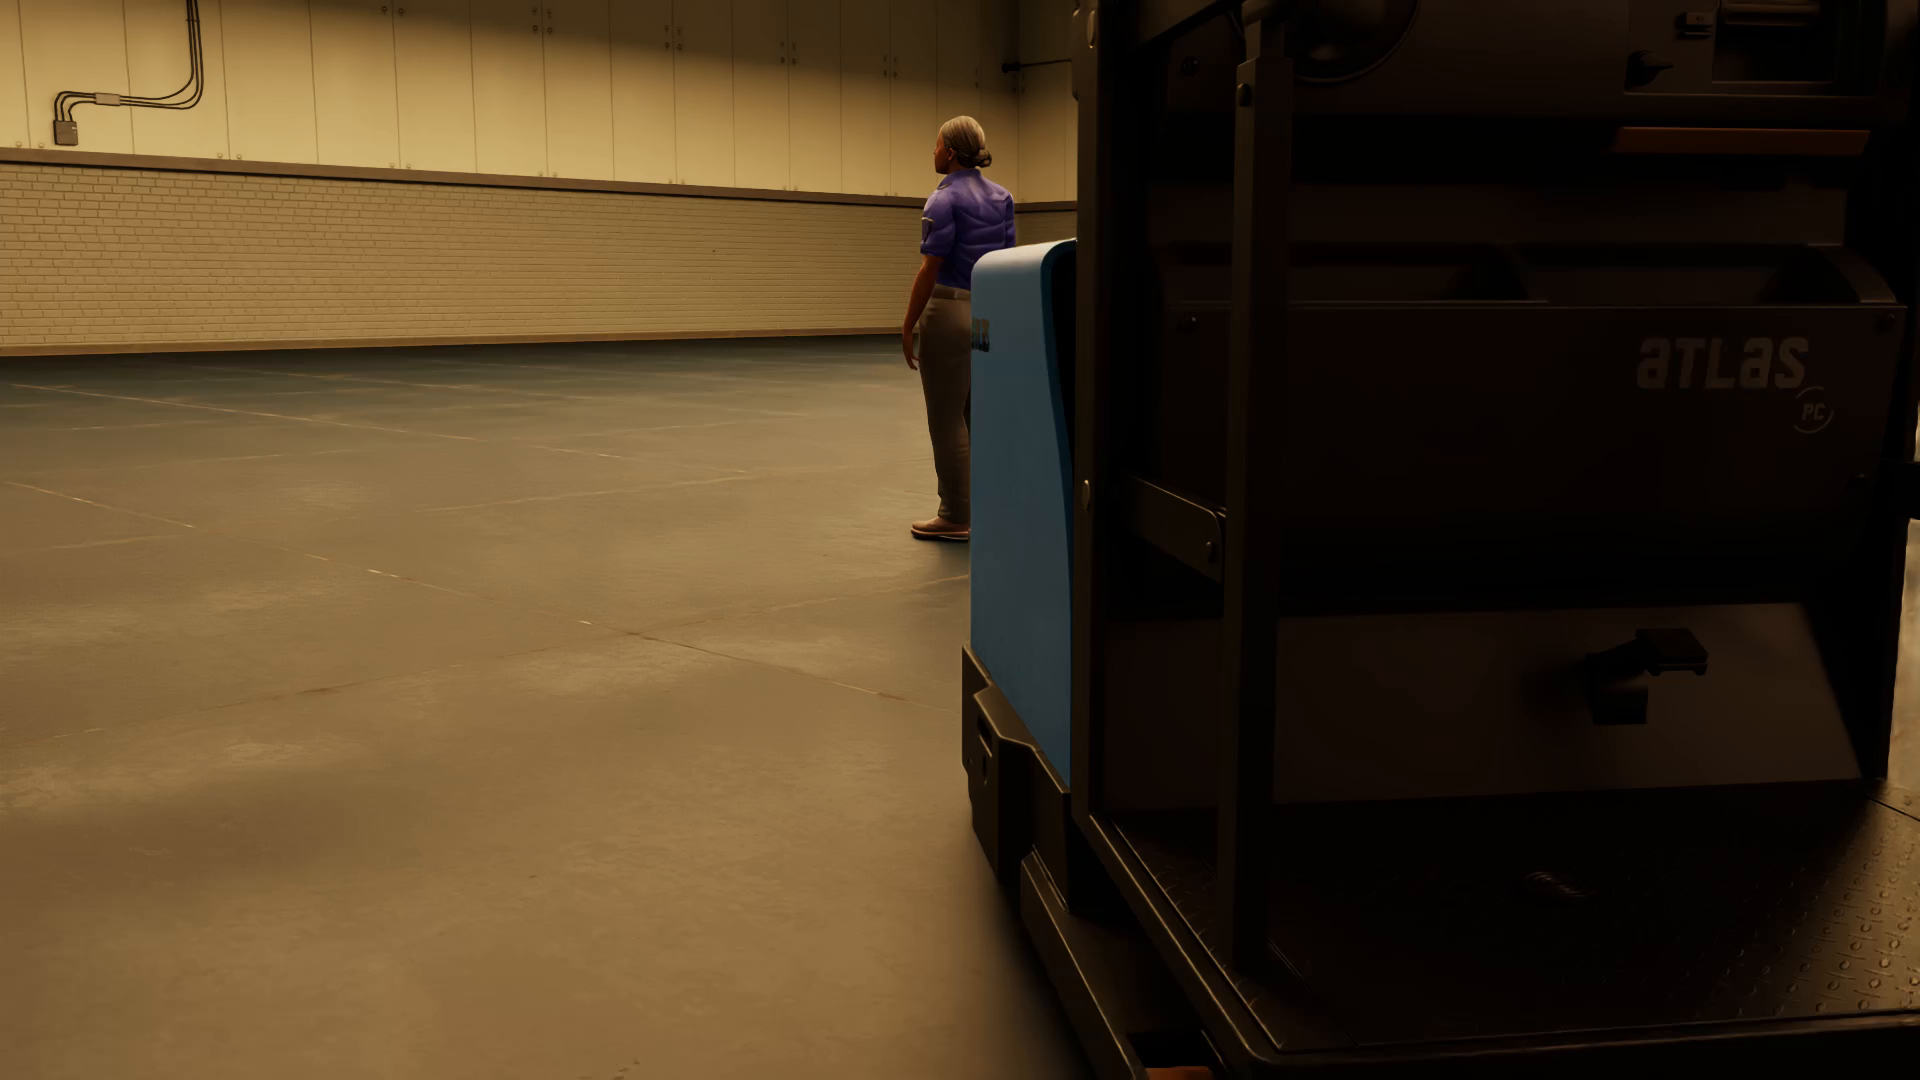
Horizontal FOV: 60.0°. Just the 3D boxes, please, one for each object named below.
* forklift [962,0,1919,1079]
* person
[{"bbox_3d":[0.722,-0.737,1.767,1.130,2.935,3.031,-1,9,-8],"label":"forklift"},{"bbox_3d":[-0.050,-0.836,6.667,0.503,1.656,0.570,8,12,43],"label":"person"}]
